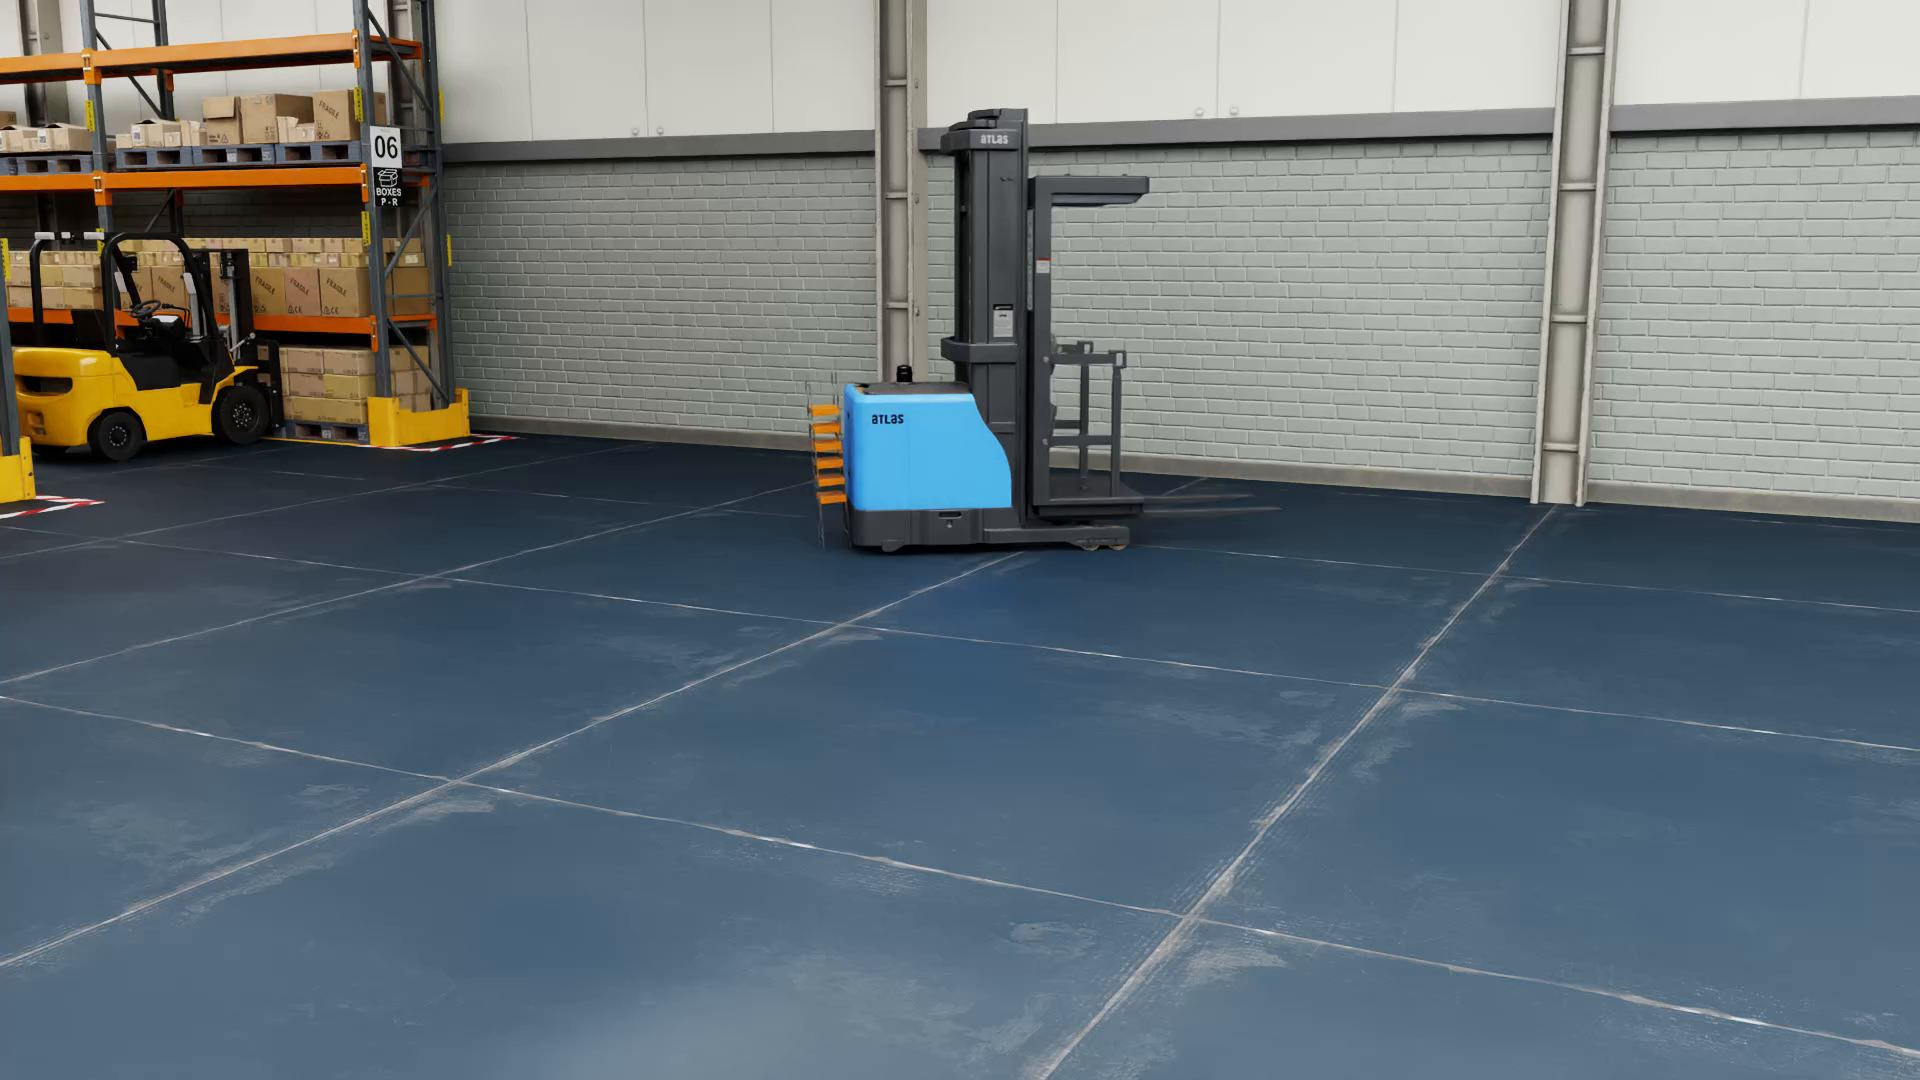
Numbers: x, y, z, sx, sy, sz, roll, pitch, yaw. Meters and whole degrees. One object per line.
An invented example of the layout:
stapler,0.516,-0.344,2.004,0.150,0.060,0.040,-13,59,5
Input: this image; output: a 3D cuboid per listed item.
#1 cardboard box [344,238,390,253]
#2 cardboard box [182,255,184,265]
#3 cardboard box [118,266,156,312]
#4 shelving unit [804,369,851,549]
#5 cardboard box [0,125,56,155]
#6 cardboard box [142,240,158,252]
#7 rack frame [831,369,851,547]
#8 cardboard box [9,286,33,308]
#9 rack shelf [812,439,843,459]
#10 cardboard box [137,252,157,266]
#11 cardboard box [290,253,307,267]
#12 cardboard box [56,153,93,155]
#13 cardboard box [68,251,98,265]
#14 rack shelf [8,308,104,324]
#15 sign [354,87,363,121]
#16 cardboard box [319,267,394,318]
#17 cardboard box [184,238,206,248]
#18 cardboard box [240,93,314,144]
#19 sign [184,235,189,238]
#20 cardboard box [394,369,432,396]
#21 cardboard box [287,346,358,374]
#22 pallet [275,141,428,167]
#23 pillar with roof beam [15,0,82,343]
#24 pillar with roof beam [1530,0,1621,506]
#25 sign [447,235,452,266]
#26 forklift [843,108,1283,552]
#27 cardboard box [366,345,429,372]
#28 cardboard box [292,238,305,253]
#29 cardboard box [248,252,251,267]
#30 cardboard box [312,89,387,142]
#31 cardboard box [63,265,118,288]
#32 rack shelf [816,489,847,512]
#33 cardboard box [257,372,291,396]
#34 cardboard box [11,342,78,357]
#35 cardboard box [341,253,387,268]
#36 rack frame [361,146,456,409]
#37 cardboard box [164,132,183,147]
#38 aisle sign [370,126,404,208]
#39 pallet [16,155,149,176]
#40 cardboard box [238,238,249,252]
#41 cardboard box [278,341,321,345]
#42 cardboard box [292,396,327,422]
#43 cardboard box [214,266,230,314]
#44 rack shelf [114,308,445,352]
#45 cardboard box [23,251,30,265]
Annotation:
cardboard box,-6.118,-3.039,17.161,0.250,0.149,0.380,5,11,26
cardboard box,-8.219,-3.058,18.100,0.250,0.149,0.380,5,11,25
cardboard box,-9.008,-2.817,18.593,0.500,0.500,0.500,5,11,24
shelving unit,-0.907,-0.553,11.385,0.189,1.200,0.258,-6,11,-11
cardboard box,-10.736,-4.611,19.155,0.500,0.311,0.500,5,11,24
cardboard box,-8.854,-3.284,18.513,0.250,0.149,0.380,5,11,27
rack frame,-0.818,-0.563,11.403,0.006,1.200,0.240,-6,11,-11
cardboard box,-10.743,-2.852,19.485,0.500,0.250,0.500,5,11,26
rack shelf,-0.912,-0.627,11.371,0.180,0.103,0.258,-6,11,-11
cardboard box,-8.888,-3.126,18.477,0.250,0.149,0.380,5,12,27
cardboard box,-6.804,-2.947,17.491,0.250,0.149,0.380,5,11,25
cardboard box,-10.243,-4.552,19.281,0.250,0.149,0.380,5,11,26
cardboard box,-9.935,-3.222,19.008,0.250,0.149,0.380,5,11,25
rack shelf,-11.084,-2.648,19.961,4.000,0.370,1.077,5,11,26
sign,-5.956,-4.317,16.473,0.005,0.325,0.100,5,11,26
cardboard box,-6.261,-2.576,17.258,0.500,0.500,0.500,5,11,25
cardboard box,-8.199,-3.209,18.103,0.250,0.149,0.380,5,11,25
cardboard box,-7.083,-4.403,17.474,0.500,0.500,0.700,5,11,26
sign,-9.046,-3.398,19.432,0.005,0.325,0.100,5,11,26
cardboard box,-6.033,-1.699,17.835,0.500,0.250,0.500,5,12,27
cardboard box,-6.715,-1.901,17.545,0.500,0.250,0.500,5,12,27
pallet,-6.326,-4.022,17.356,1.213,0.211,1.003,5,11,26
pillar with roof beam,-13.215,-5.466,16.662,0.400,9.000,9.100,5,11,26
pillar with roof beam,2.927,-4.047,8.825,0.400,9.000,9.100,5,11,26
sign,-5.453,-3.083,17.687,0.005,0.325,0.100,5,11,26
forklift,0.721,-1.460,11.565,3.031,2.935,1.130,-1,10,-8
cardboard box,-6.051,-1.943,17.779,0.500,0.250,0.500,5,11,25
cardboard box,-6.790,-3.101,17.505,0.250,0.149,0.380,5,11,26
cardboard box,-7.484,-3.012,17.846,0.250,0.149,0.380,5,11,25
cardboard box,-6.208,-4.307,16.940,0.500,0.500,0.500,5,12,28
cardboard box,-9.844,-3.015,18.983,0.500,0.250,0.500,5,11,25
rack shelf,-0.887,-0.275,11.440,0.180,0.103,0.258,-6,11,-11
cardboard box,-7.196,-1.696,17.817,0.500,0.250,0.500,5,11,25
cardboard box,-11.131,-2.044,20.087,0.625,0.625,0.875,5,11,23
cardboard box,-6.138,-2.881,17.121,0.250,0.149,0.380,5,11,27
rack frame,-5.703,-2.530,17.284,0.127,3.000,1.000,5,11,26
cardboard box,-8.333,-4.309,17.937,0.250,0.149,0.380,5,12,28
aisle sign,-5.774,-3.757,16.765,0.004,0.787,0.394,5,11,26
pallet,-10.087,-4.294,19.148,1.217,0.209,0.805,5,11,24
cardboard box,-7.496,-3.159,17.824,0.250,0.149,0.380,5,11,27
cardboard box,-7.401,-2.065,18.450,0.500,0.250,0.500,5,11,25
cardboard box,-6.706,-1.410,17.642,0.500,0.250,0.500,5,11,26
cardboard box,-7.638,-2.696,17.924,0.500,0.500,0.500,5,11,26
rack shelf,-7.497,-2.333,18.219,4.000,0.370,1.077,5,11,26
cardboard box,-10.633,-3.280,19.328,0.250,0.149,0.380,5,11,24
